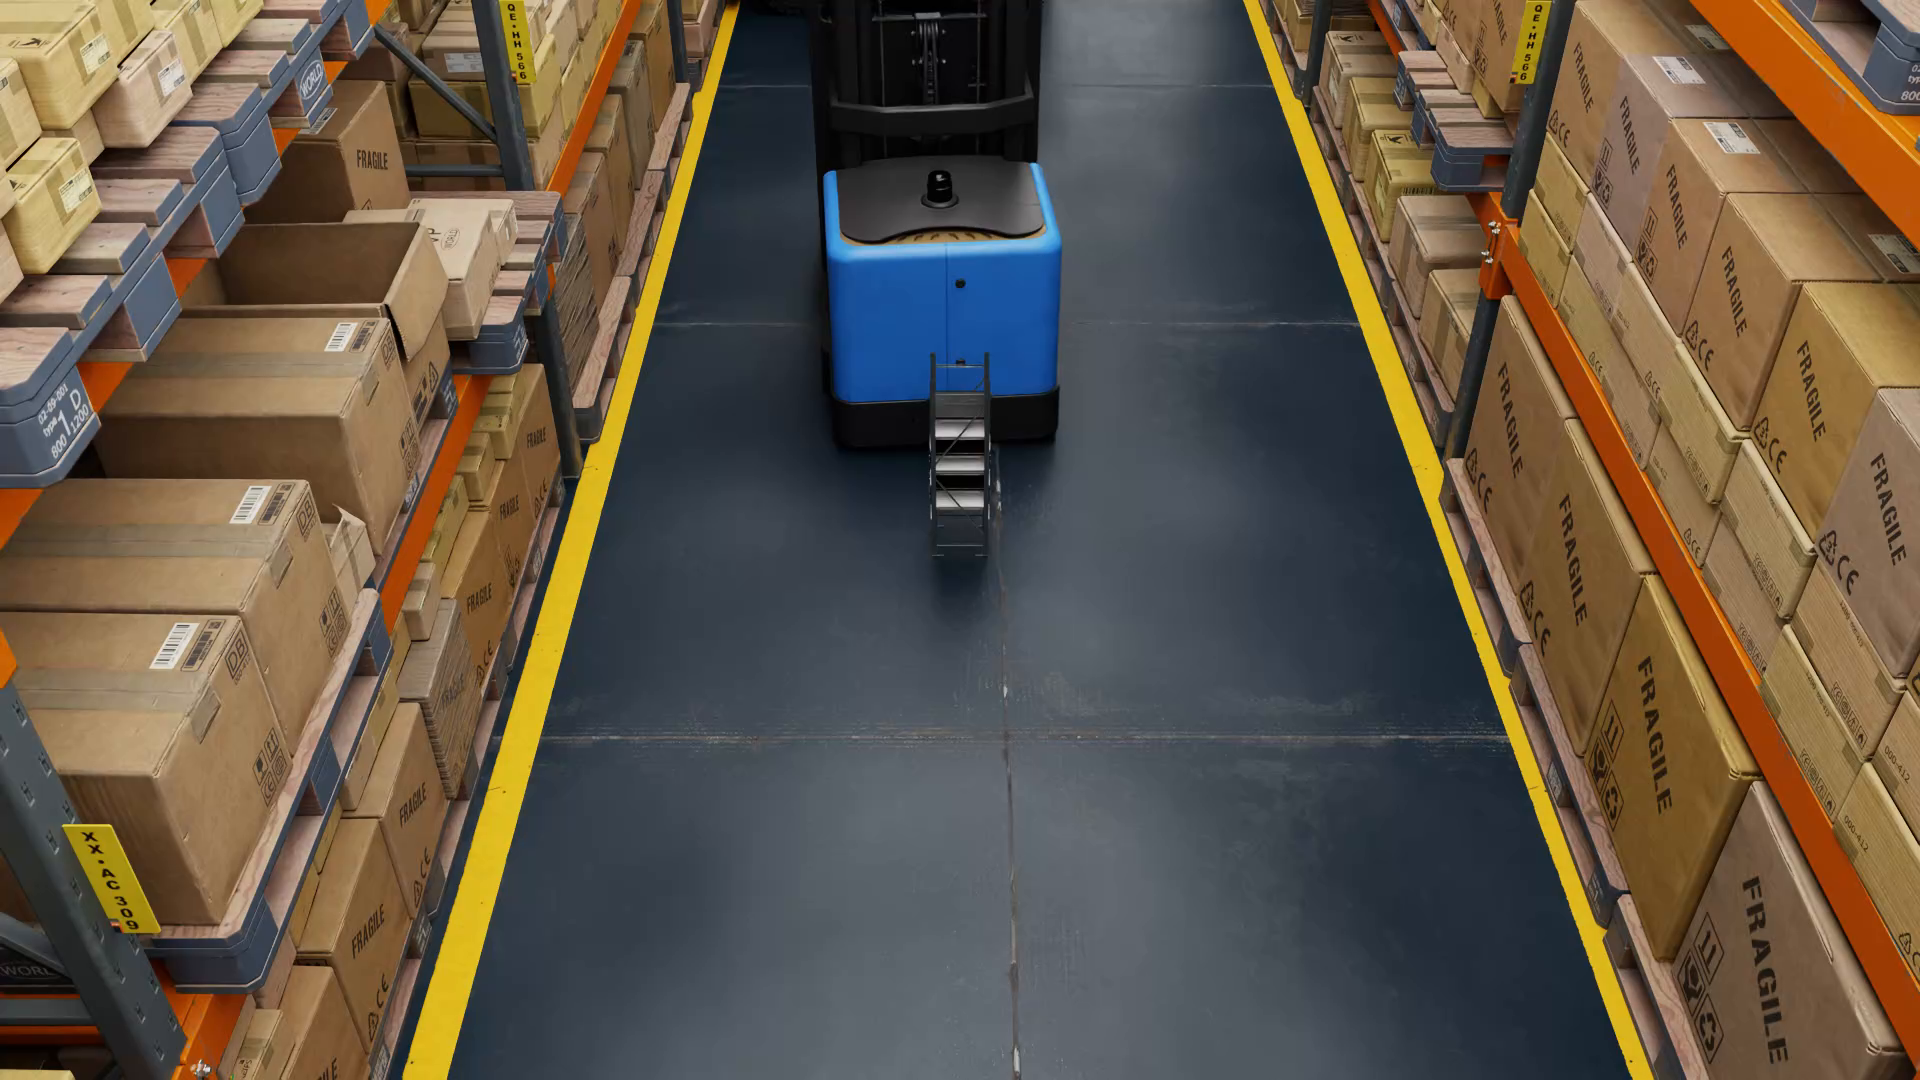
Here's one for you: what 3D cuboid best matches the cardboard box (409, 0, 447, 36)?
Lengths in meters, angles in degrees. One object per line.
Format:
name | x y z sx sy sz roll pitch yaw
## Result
cardboard box | -2.518 -2.217 7.338 0.500 0.250 0.500 0 39 0

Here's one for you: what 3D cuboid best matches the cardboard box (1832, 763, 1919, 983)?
cardboard box | 2.478 0.793 3.981 0.500 0.250 0.500 -1 39 -1

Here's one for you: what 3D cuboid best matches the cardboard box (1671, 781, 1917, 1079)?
cardboard box | 2.650 1.293 4.601 0.875 0.875 0.875 1 39 1

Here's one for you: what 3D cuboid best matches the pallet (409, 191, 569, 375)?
pallet | -2.167 -0.982 6.230 1.213 0.211 1.003 0 39 0

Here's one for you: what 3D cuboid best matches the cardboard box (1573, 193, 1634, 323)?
cardboard box | 2.479 -0.982 5.797 0.500 0.250 0.500 1 39 1

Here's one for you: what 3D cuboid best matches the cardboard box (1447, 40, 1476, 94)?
cardboard box | 2.373 -2.082 7.314 0.380 0.149 0.250 0 39 0

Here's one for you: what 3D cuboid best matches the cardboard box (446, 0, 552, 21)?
cardboard box | -1.971 -2.300 7.122 0.380 0.149 0.250 1 39 1

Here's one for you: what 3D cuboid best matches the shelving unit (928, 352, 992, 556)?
shelving unit | 0.000 -0.346 6.962 0.258 0.900 0.210 0 39 0

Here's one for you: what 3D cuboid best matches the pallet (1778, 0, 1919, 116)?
pallet | 2.784 -1.481 4.452 1.003 0.211 1.213 2 39 2

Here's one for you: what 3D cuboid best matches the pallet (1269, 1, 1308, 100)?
pallet | 2.685 -3.319 11.223 1.003 0.211 1.213 0 39 0

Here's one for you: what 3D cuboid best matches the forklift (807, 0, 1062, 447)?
forklift | -0.186 -2.481 8.003 1.130 2.935 3.031 -3 39 -4

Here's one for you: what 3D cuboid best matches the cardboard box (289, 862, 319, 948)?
cardboard box | -2.057 1.021 4.721 0.380 0.149 0.250 -2 39 -2

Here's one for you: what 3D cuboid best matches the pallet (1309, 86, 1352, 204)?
pallet | 2.724 -2.413 10.092 1.003 0.211 1.213 0 39 0

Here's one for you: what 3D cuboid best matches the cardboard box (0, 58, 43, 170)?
cardboard box | -1.866 -0.724 2.904 0.380 0.149 0.250 1 39 1

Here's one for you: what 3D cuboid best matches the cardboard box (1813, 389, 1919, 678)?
cardboard box | 2.471 -0.017 3.993 0.500 0.500 0.500 1 39 1

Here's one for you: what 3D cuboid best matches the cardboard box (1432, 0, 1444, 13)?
cardboard box | 2.434 -2.728 7.602 0.500 0.500 0.500 -3 39 -3

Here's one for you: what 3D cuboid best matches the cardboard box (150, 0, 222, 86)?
cardboard box | -1.839 -1.080 3.586 0.380 0.149 0.250 0 39 -1

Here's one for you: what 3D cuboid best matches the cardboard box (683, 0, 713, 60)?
cardboard box | -1.912 -3.375 10.926 0.500 0.250 0.500 0 39 0

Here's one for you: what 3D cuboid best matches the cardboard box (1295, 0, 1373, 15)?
cardboard box | 2.453 -3.741 10.783 0.500 0.500 0.500 -1 39 -1

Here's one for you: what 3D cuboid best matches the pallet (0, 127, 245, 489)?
pallet | -2.163 -0.484 3.207 1.213 0.211 1.003 0 39 0

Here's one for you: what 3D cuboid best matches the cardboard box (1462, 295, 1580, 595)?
cardboard box | 2.644 -0.389 6.700 0.875 0.875 0.875 0 39 0

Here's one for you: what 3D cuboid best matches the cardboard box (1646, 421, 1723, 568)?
cardboard box | 2.492 -0.164 5.175 0.500 0.250 0.500 0 39 0

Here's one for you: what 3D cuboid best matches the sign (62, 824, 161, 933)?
sign | -1.690 0.678 3.313 0.100 0.325 0.005 0 39 0

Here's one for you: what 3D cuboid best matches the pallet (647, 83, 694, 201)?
pallet | -2.202 -2.433 10.117 1.003 0.211 1.213 0 39 0

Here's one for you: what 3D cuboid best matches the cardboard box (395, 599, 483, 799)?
cardboard box | -2.009 0.561 5.815 0.500 0.500 0.500 -1 39 -2

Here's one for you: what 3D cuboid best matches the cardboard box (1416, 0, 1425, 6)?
cardboard box | 2.410 -2.726 8.118 0.380 0.149 0.250 -1 39 -1

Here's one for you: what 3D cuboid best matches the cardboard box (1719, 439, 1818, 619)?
cardboard box | 2.473 -0.033 4.613 0.500 0.250 0.500 1 39 1

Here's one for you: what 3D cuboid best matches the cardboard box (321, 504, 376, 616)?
cardboard box | -1.851 0.041 4.572 0.396 0.266 0.258 2 39 2

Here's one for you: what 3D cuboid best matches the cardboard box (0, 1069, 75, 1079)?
cardboard box | -1.988 1.282 3.134 0.500 0.250 0.500 1 39 1

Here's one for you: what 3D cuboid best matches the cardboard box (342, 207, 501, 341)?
cardboard box | -1.913 -0.926 5.791 0.500 0.250 0.500 -2 39 -2

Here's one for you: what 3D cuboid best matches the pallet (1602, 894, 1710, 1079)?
pallet | 2.655 1.621 5.059 1.003 0.211 1.213 0 39 0

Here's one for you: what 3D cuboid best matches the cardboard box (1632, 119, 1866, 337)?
cardboard box | 2.478 -0.973 5.186 0.500 0.500 0.500 1 39 1

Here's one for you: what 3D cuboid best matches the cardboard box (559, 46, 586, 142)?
cardboard box | -1.989 -2.014 7.484 0.500 0.250 0.500 -1 39 -1

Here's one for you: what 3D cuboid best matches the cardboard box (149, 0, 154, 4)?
cardboard box | -1.910 -1.204 3.502 0.380 0.149 0.250 0 39 1

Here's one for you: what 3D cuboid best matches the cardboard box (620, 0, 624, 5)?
cardboard box | -2.004 -2.983 8.694 0.500 0.250 0.500 0 39 0

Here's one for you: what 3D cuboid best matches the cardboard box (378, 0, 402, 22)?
cardboard box | -2.552 -2.139 6.922 0.380 0.149 0.250 1 39 1

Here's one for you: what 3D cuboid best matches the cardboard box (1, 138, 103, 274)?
cardboard box | -1.801 -0.603 2.991 0.380 0.149 0.250 0 39 0

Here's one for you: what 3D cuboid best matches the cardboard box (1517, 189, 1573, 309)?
cardboard box | 2.475 -1.121 6.371 0.500 0.250 0.500 -1 39 -1

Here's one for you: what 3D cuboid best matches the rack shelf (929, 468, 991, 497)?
rack shelf | 0.000 -0.250 7.039 0.258 0.077 0.200 0 39 0

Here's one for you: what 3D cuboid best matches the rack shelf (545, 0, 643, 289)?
rack shelf | -2.240 -2.450 8.484 1.077 0.370 4.000 0 39 0

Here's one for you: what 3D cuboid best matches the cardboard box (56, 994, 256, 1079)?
cardboard box | -2.028 1.239 4.212 0.380 0.149 0.250 -1 39 -1

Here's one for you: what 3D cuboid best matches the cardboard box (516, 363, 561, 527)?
cardboard box | -2.022 -0.404 7.019 0.500 0.500 0.500 1 39 1

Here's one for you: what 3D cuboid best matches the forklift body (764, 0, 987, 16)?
forklift body | -0.420 -4.967 11.729 2.313 2.155 1.214 0 39 0

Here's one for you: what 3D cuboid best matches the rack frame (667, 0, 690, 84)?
rack frame | -2.242 -3.982 9.820 1.000 3.000 0.127 0 39 0

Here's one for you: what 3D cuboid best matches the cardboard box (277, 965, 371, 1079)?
cardboard box | -2.008 1.530 4.605 0.500 0.500 0.500 2 39 2

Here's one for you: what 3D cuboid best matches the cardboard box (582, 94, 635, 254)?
cardboard box | -2.234 -1.937 8.832 0.875 0.625 0.625 -2 39 -2

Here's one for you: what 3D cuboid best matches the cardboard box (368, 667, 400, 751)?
cardboard box | -2.031 0.539 5.324 0.380 0.149 0.250 1 39 2

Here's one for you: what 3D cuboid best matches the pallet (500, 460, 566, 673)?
pallet | -2.274 0.075 6.988 1.003 0.211 1.213 0 39 0

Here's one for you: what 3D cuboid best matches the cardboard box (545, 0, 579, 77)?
cardboard box | -1.993 -2.208 7.326 0.500 0.250 0.500 1 39 1

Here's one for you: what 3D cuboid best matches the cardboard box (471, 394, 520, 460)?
cardboard box | -1.952 -0.442 6.548 0.380 0.149 0.250 -2 39 -2

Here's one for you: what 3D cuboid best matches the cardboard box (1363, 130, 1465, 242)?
cardboard box | 2.731 -1.914 9.005 0.950 0.372 0.625 1 39 1

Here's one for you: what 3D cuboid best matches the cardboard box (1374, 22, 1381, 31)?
cardboard box | 2.991 -3.448 11.016 0.500 0.250 0.500 -2 39 -2

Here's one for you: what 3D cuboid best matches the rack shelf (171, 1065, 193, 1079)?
rack shelf | -2.231 2.553 2.241 1.077 0.370 4.000 0 39 0

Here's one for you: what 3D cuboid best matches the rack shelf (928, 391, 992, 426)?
rack shelf | 0.000 -0.531 6.814 0.258 0.077 0.200 0 39 0

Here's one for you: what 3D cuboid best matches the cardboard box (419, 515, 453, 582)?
cardboard box | -2.040 0.043 5.942 0.380 0.149 0.250 -1 39 -1
